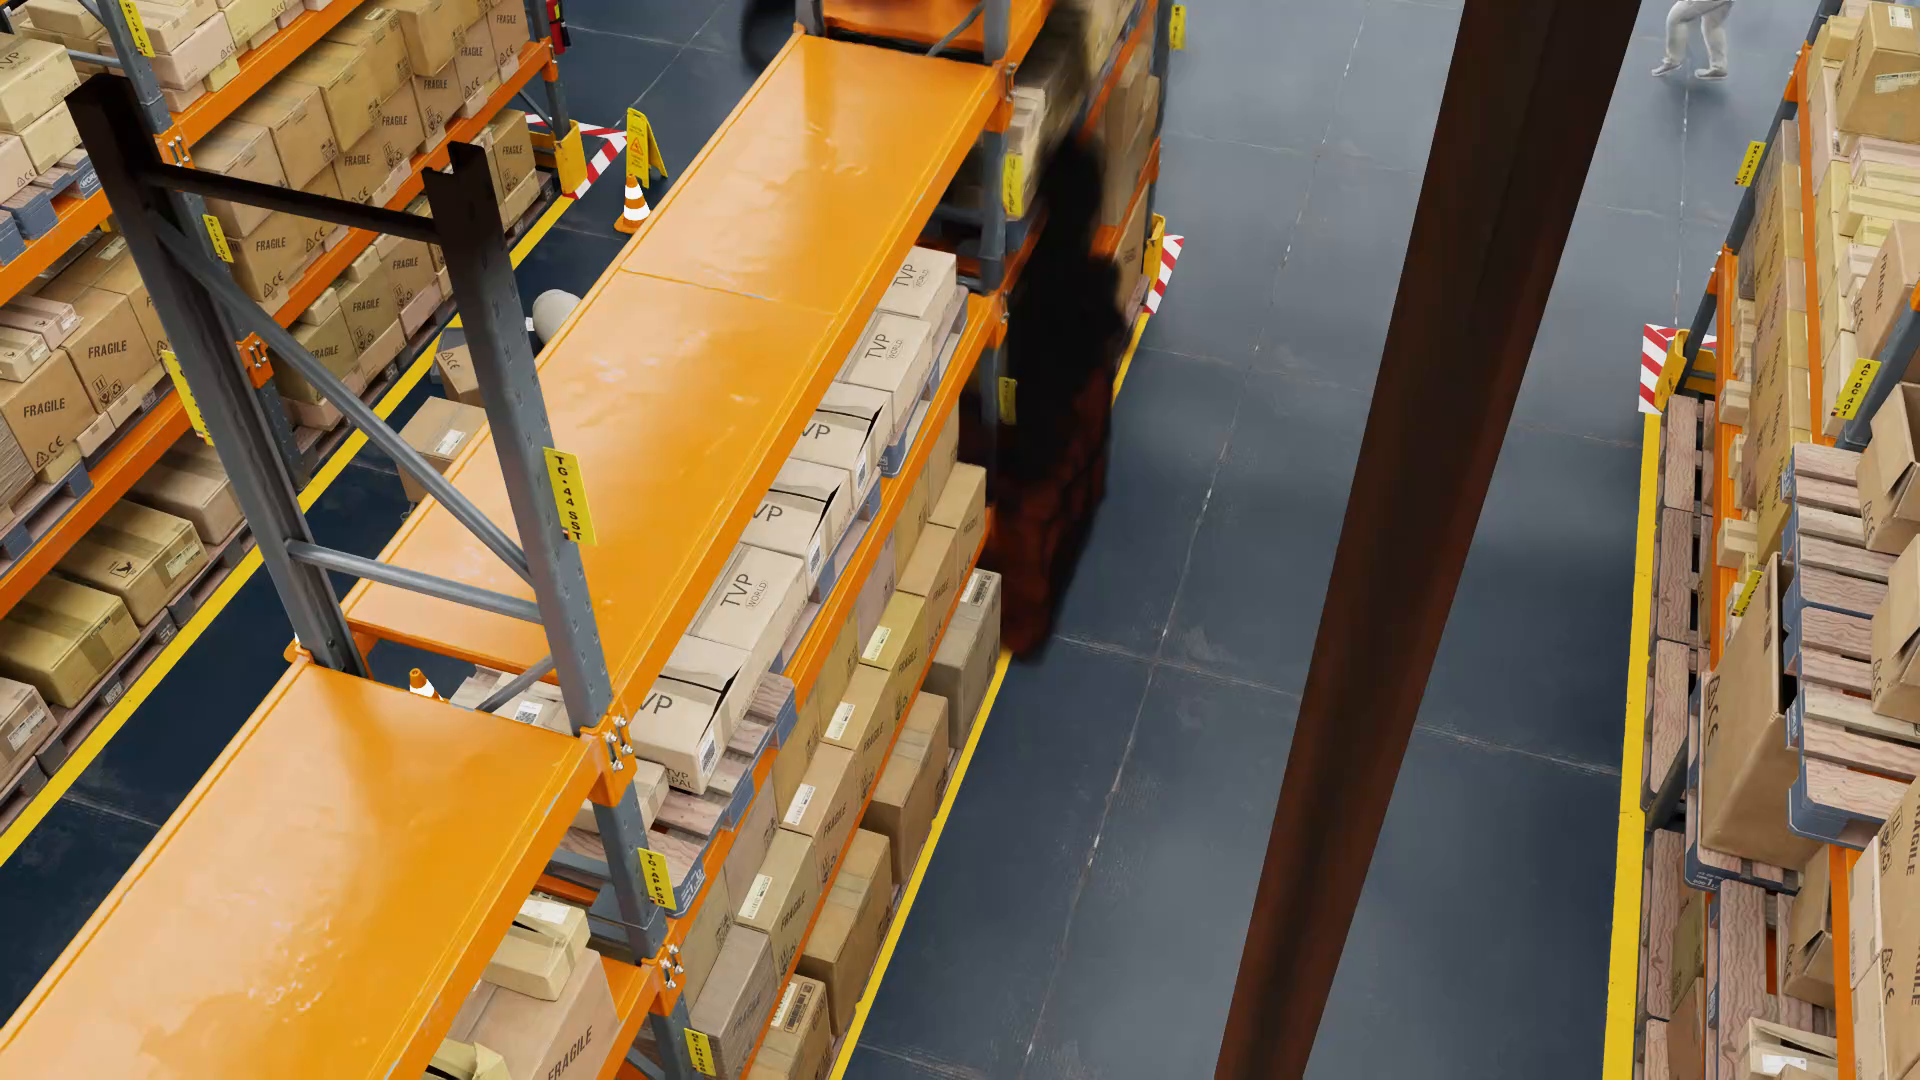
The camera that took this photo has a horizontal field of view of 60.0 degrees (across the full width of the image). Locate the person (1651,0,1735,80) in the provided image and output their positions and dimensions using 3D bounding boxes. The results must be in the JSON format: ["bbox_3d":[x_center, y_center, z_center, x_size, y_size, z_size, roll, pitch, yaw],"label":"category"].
[{"bbox_3d":[6.654,-4.817,14.687,0.585,1.723,0.708,-32,54,-28],"label":"person"}]
